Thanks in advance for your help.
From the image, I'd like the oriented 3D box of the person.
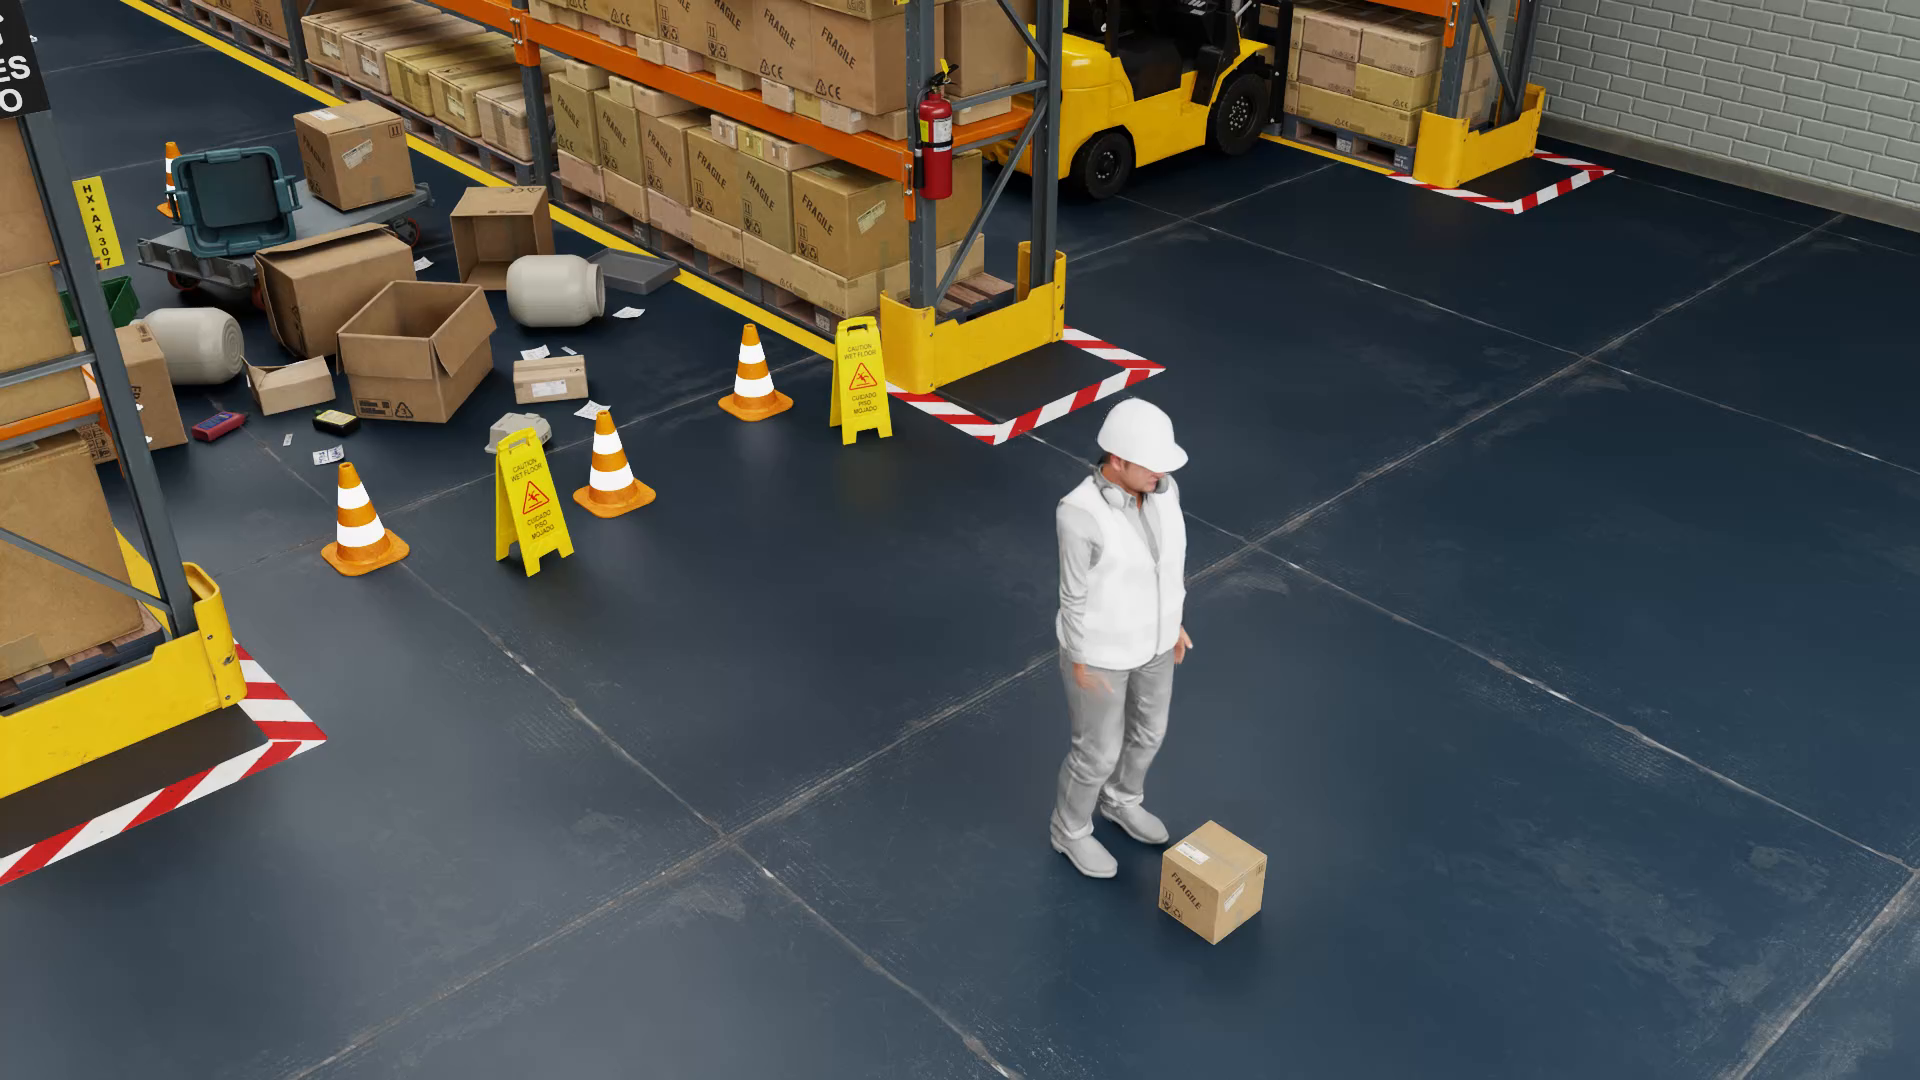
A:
[{"bbox_3d":[0.548,0.326,5.591,0.533,1.765,0.355,-25,39,-34],"label":"person"}]
